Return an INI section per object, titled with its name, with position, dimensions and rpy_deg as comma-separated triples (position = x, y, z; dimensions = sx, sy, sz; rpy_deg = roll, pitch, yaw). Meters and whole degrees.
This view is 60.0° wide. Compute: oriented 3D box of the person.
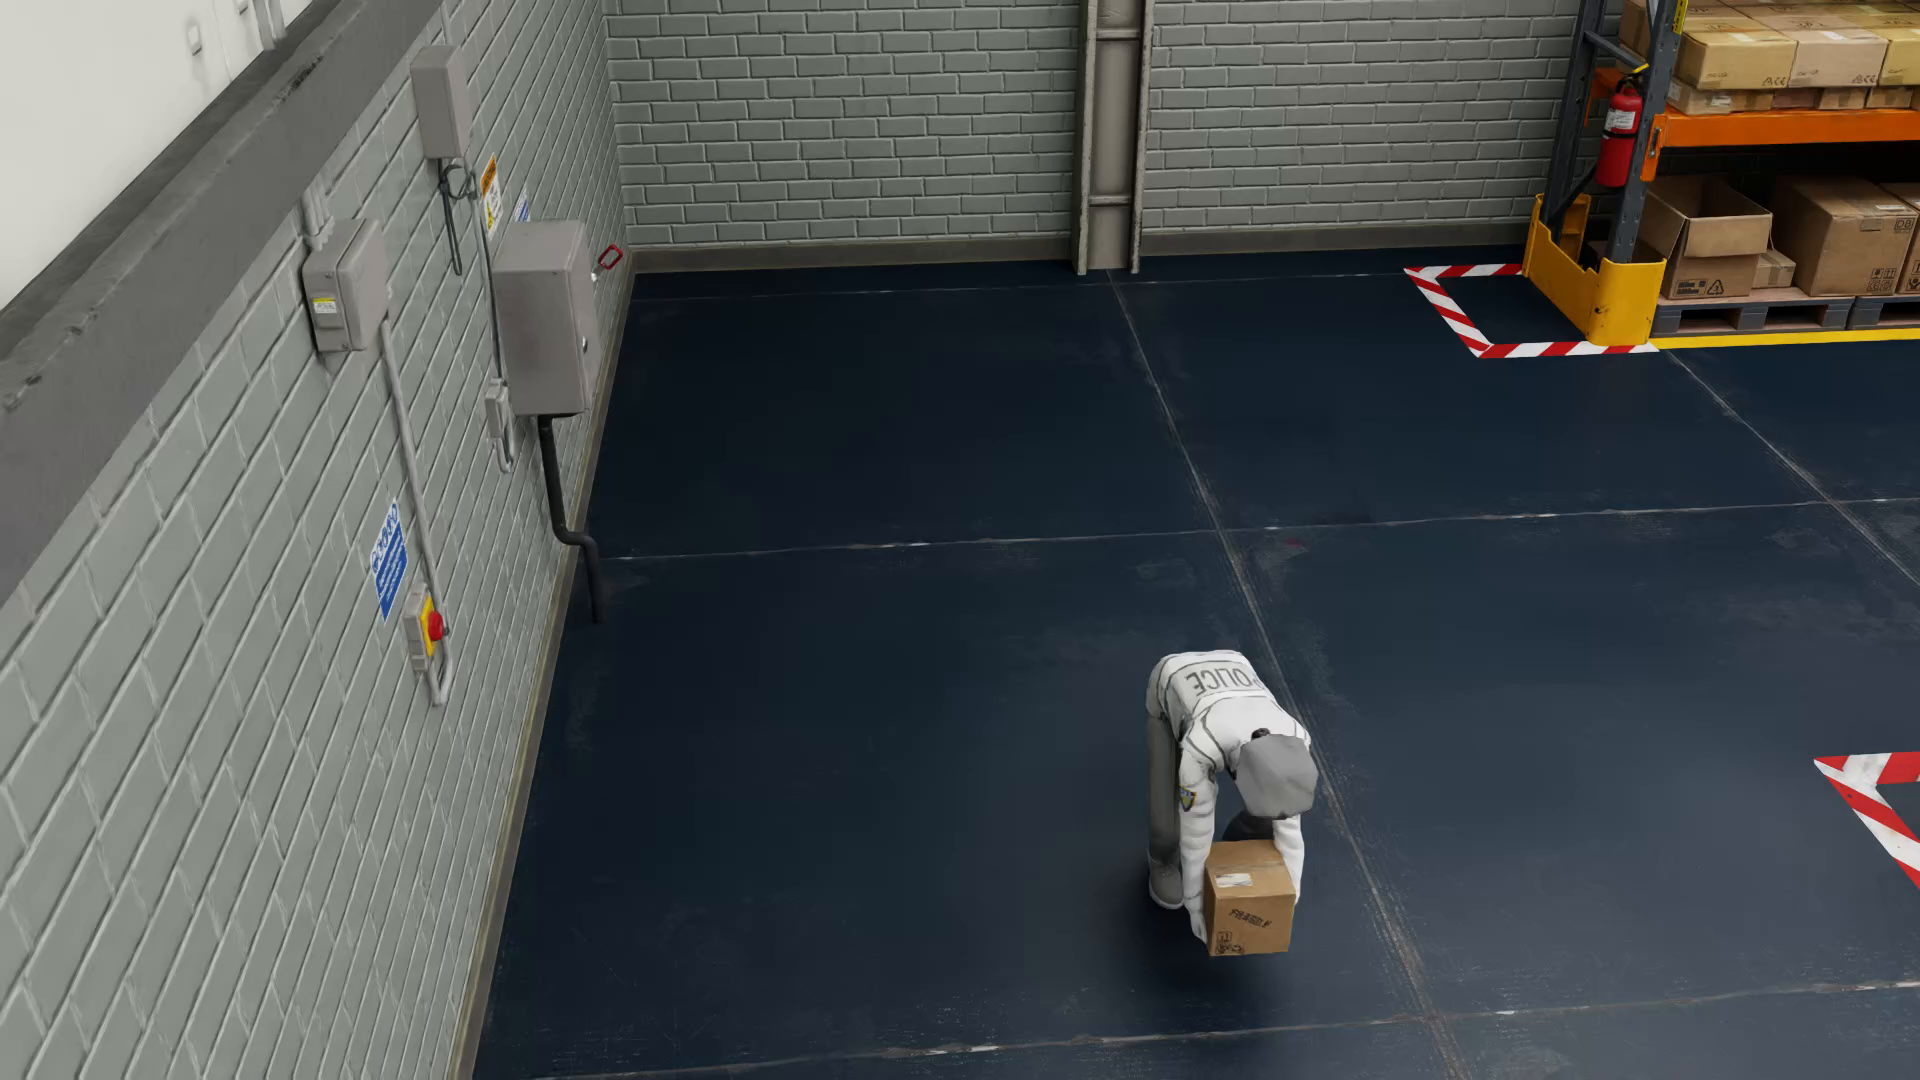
[person]
position = 0.846, 0.850, 5.413
dimensions = 0.454, 0.963, 0.863
rpy_deg = -4, 32, -7
